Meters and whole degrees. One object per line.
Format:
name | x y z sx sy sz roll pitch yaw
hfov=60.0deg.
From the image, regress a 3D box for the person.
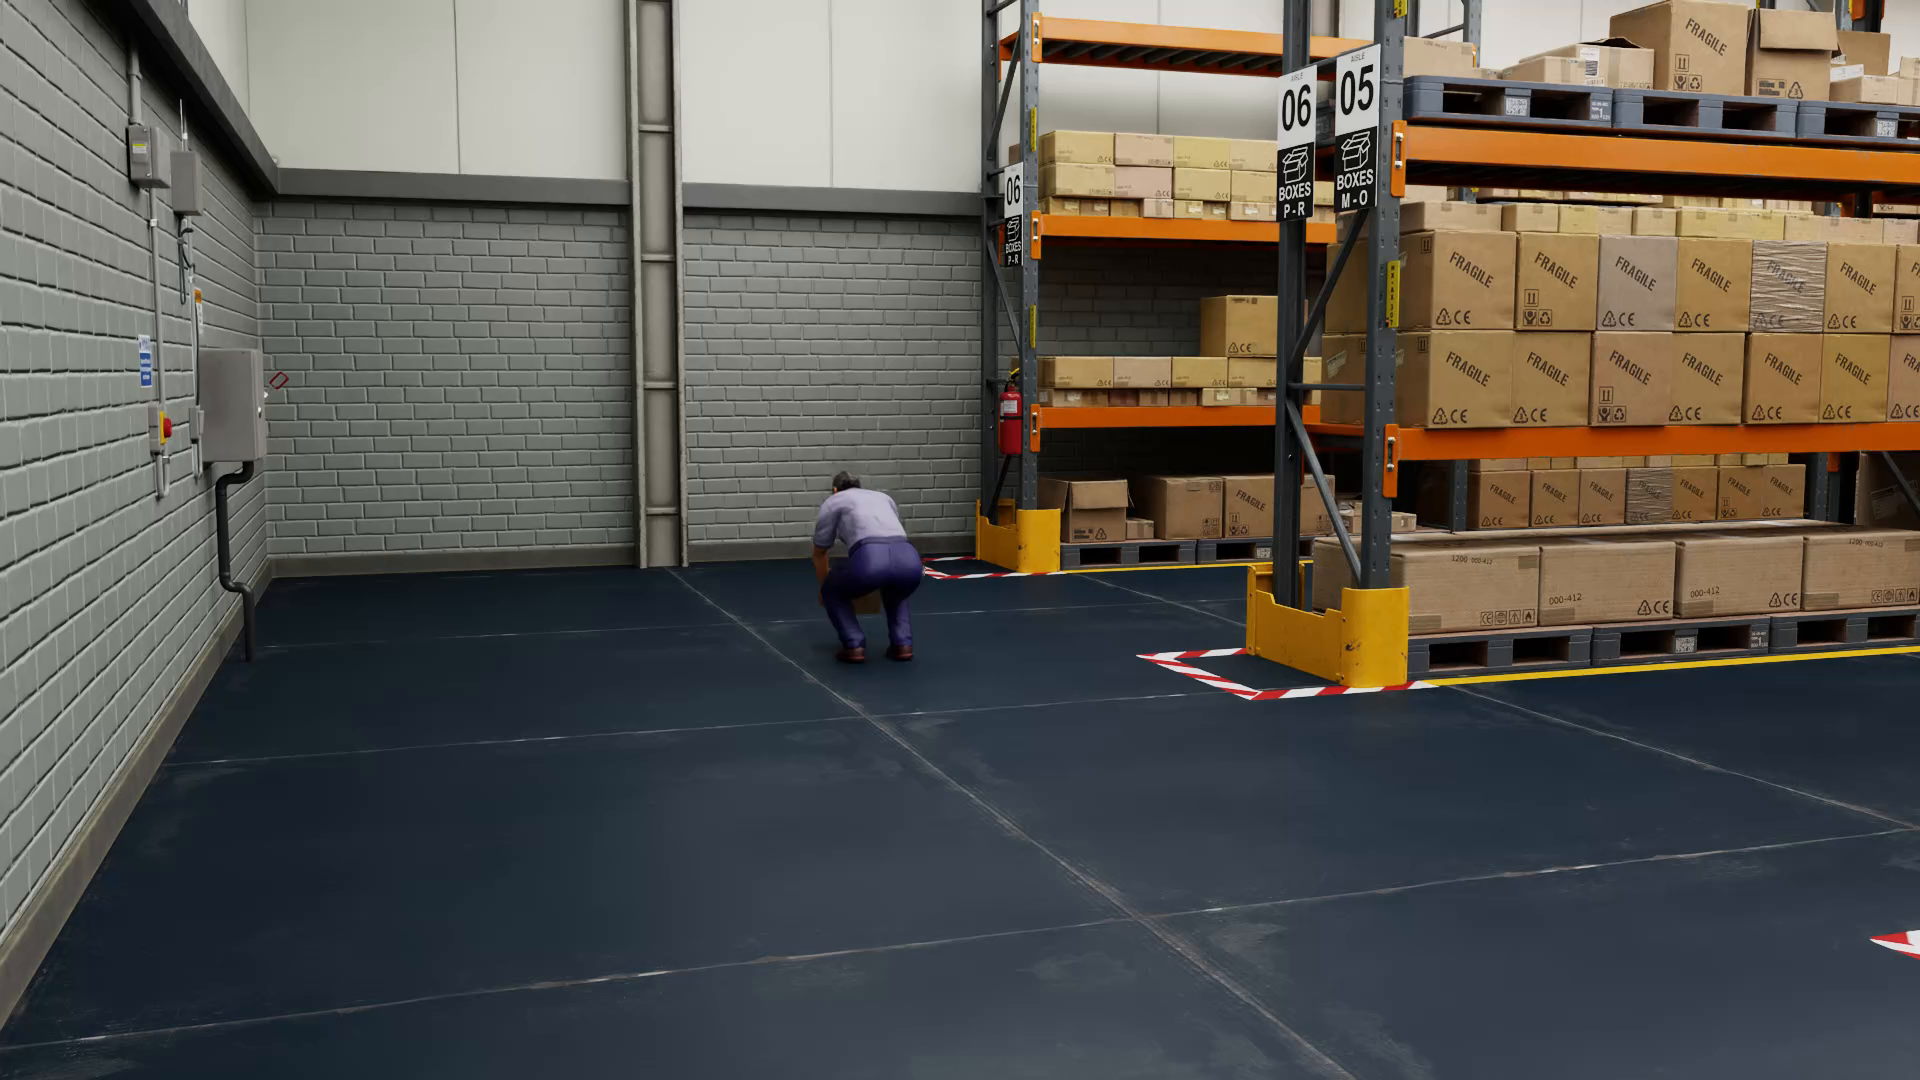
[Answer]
person | -0.521 0.144 9.284 0.529 1.033 0.793 -2 6 -19
